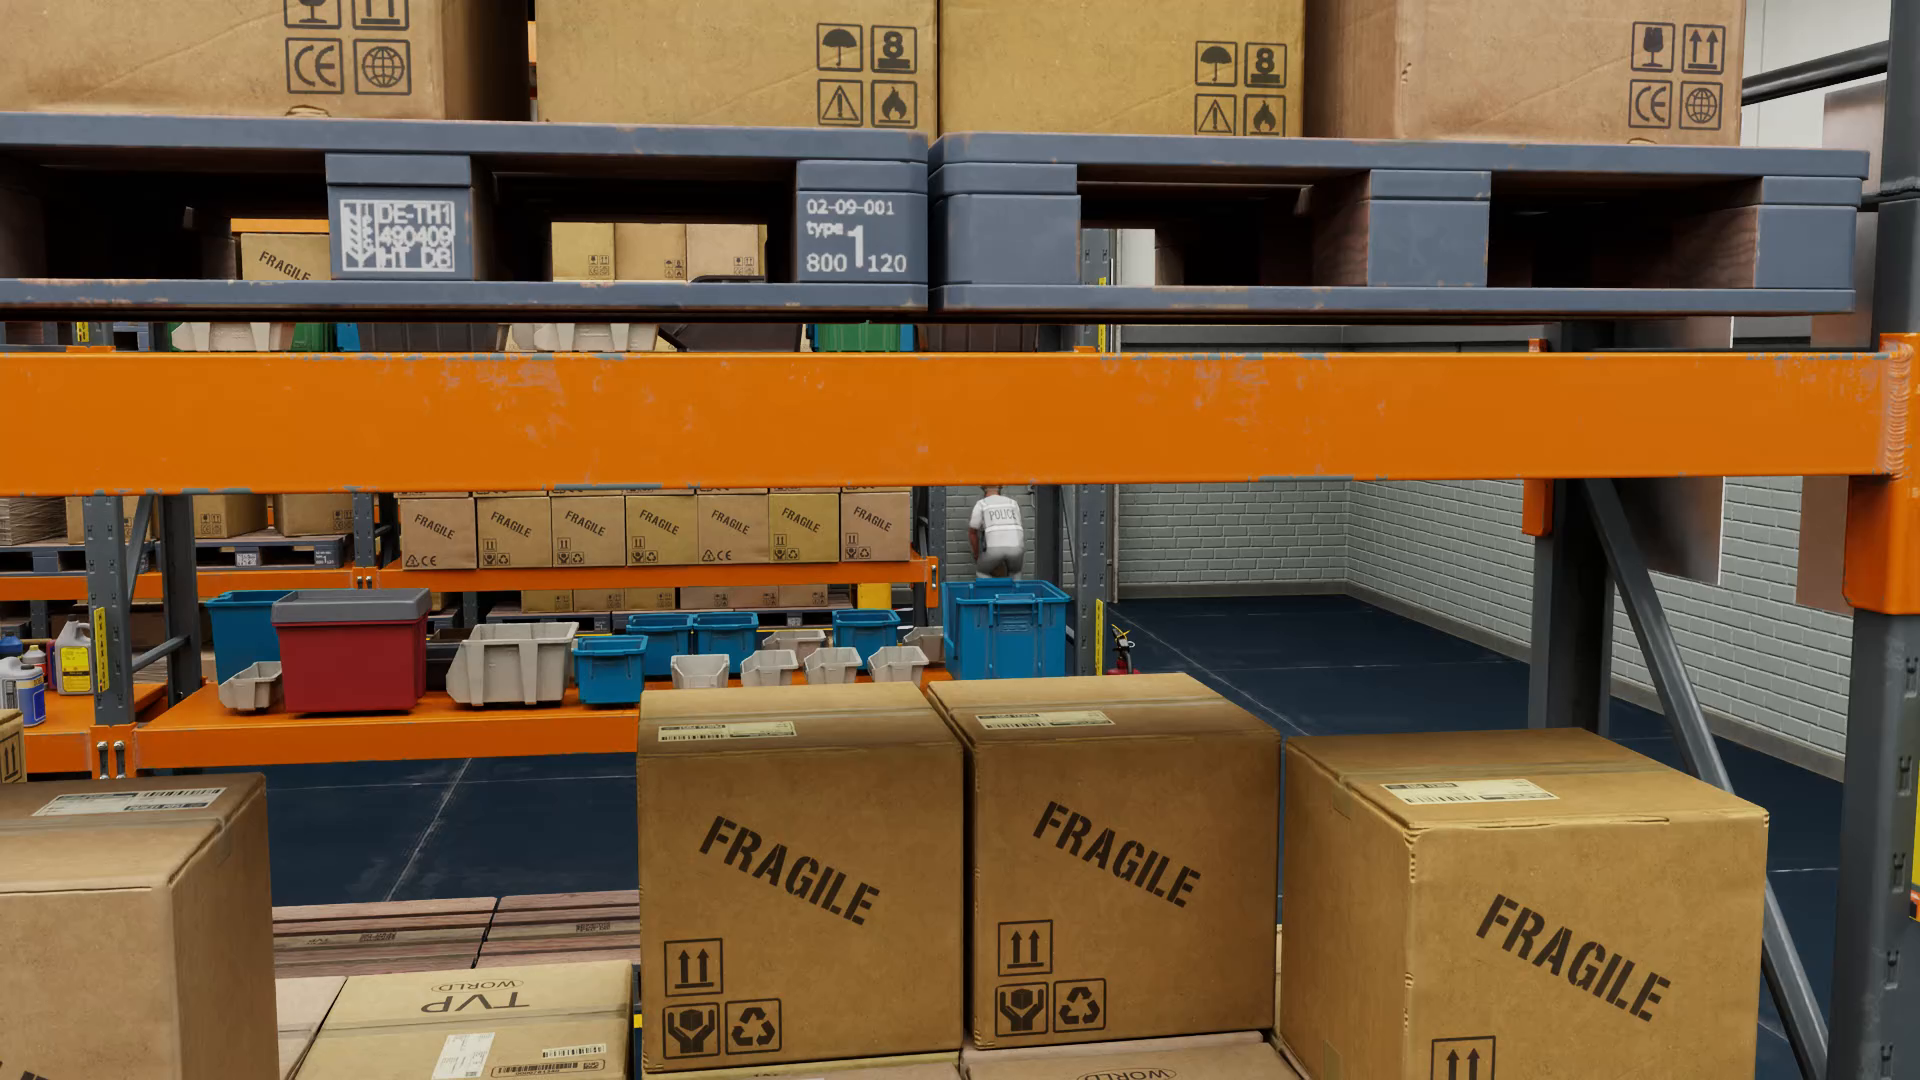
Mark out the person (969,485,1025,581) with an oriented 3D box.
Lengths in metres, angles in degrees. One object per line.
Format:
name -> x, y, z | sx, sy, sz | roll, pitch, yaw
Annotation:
person -> 0.403, 0.081, 18.142 | 0.590, 1.383, 0.824 | -1, 7, -9
